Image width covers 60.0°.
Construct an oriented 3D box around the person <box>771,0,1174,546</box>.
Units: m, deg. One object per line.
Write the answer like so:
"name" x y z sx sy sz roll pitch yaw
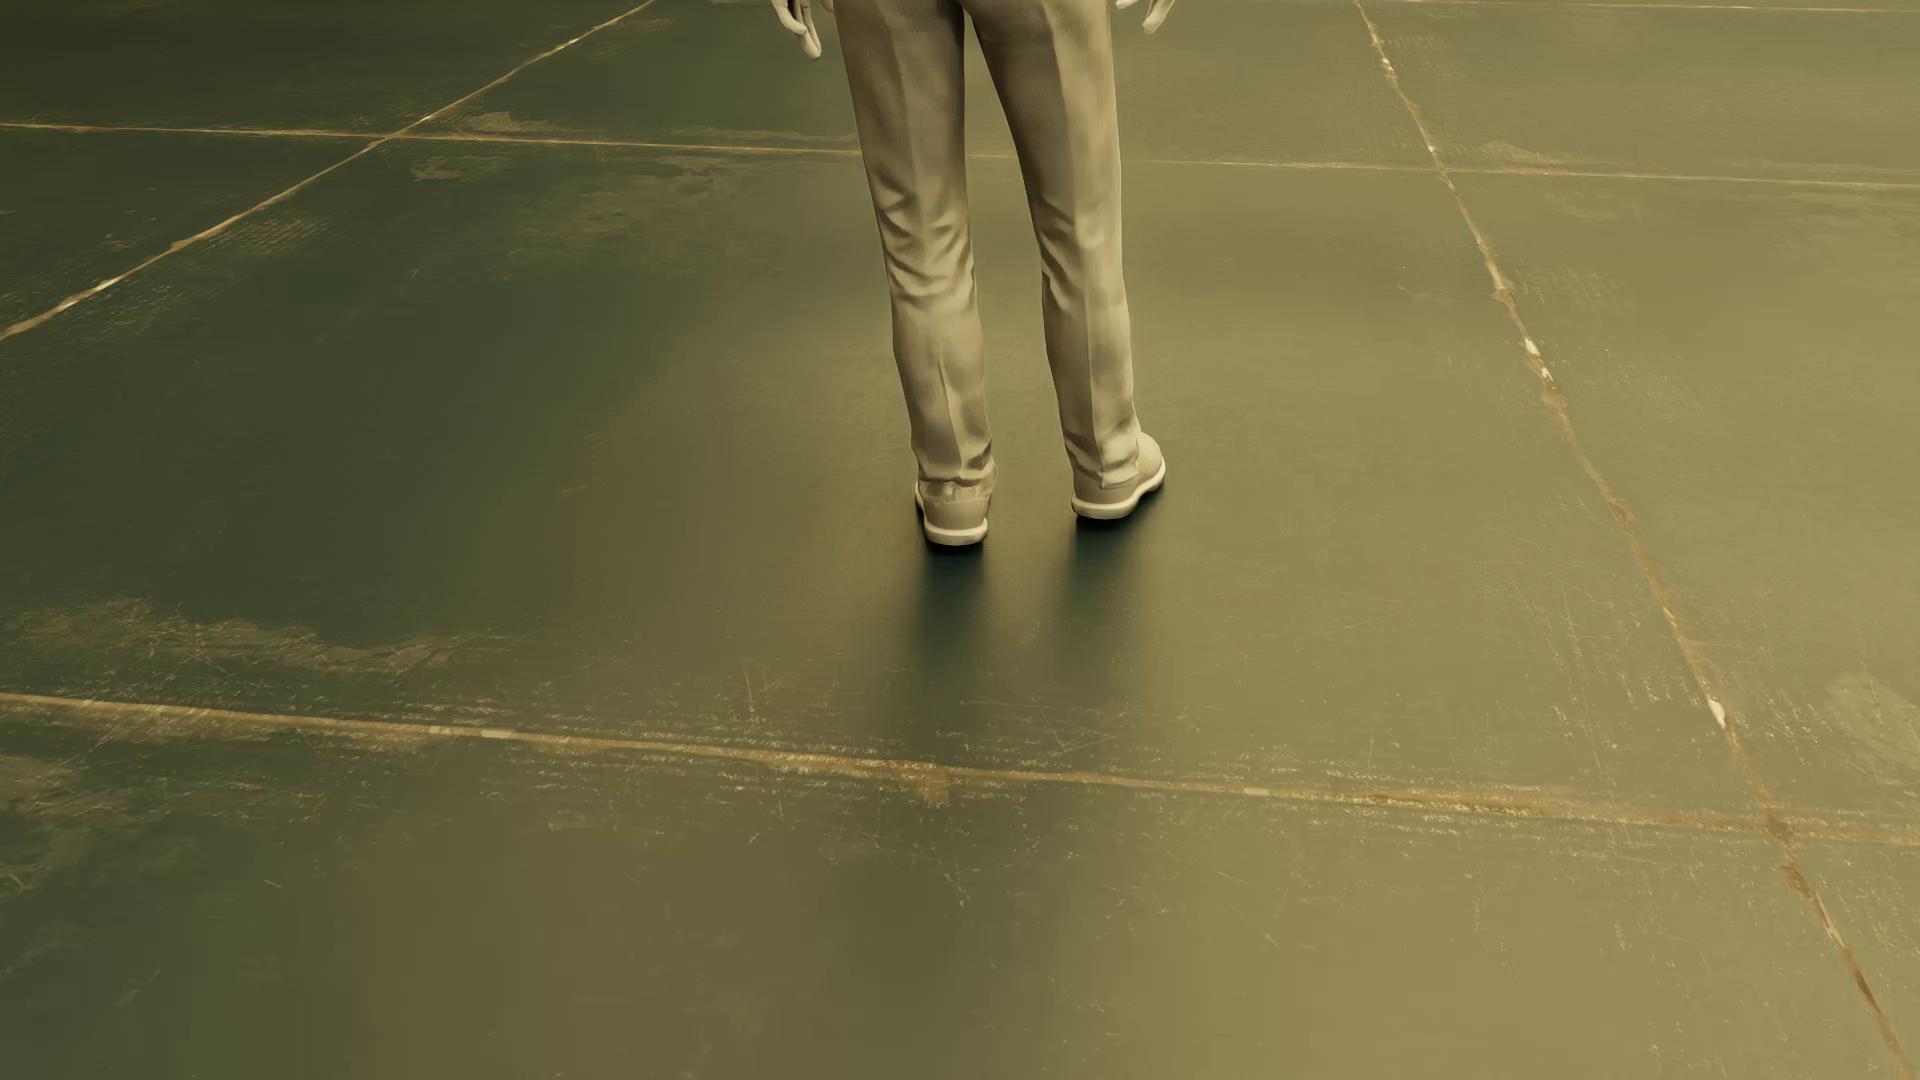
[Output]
"person" 0.016 -0.795 2.179 0.587 1.694 0.530 3 27 7
